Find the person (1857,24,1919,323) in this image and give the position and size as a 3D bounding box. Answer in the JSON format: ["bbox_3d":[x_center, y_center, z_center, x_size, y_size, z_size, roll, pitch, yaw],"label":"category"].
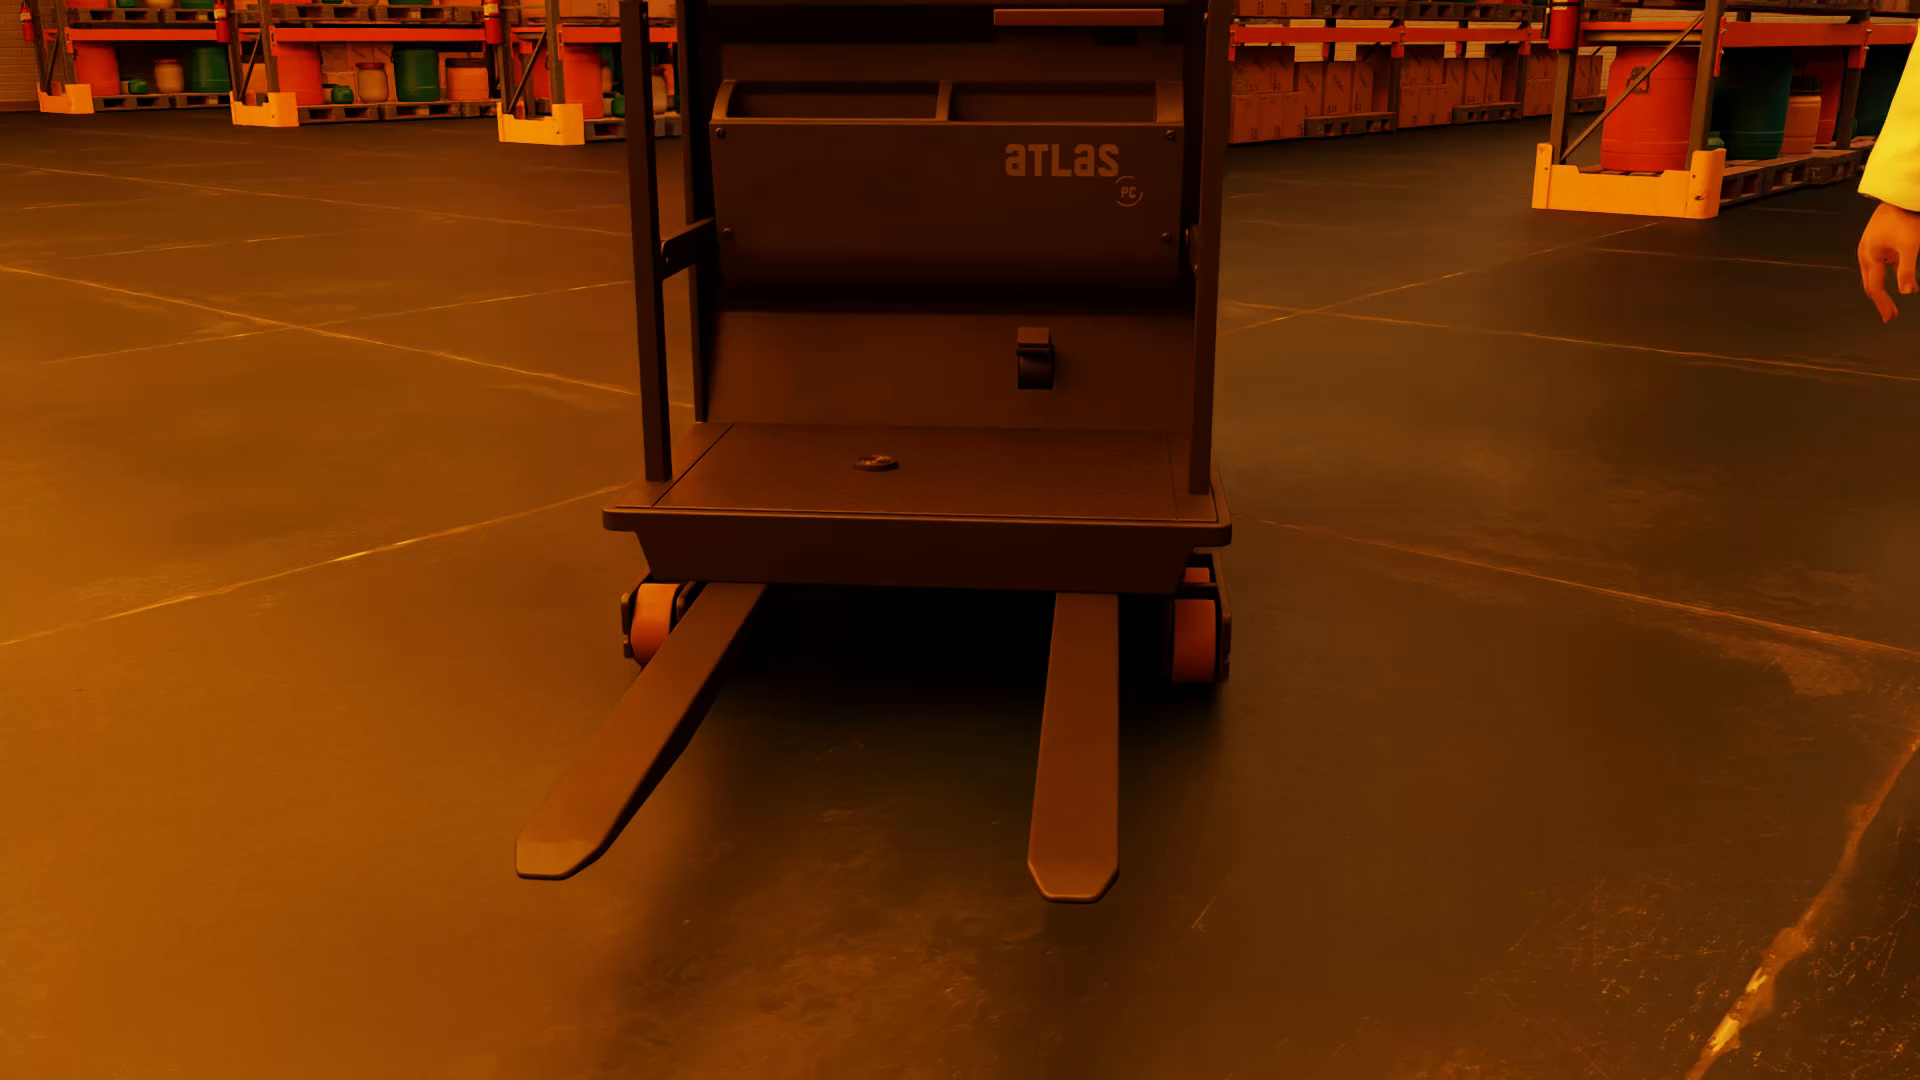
[{"bbox_3d":[1.672,-0.437,2.261,0.817,1.763,0.443,10,20,30],"label":"person"}]

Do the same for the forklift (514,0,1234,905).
[{"bbox_3d":[-0.041,-1.235,2.964,1.130,2.935,3.031,2,17,5],"label":"forklift"}]
